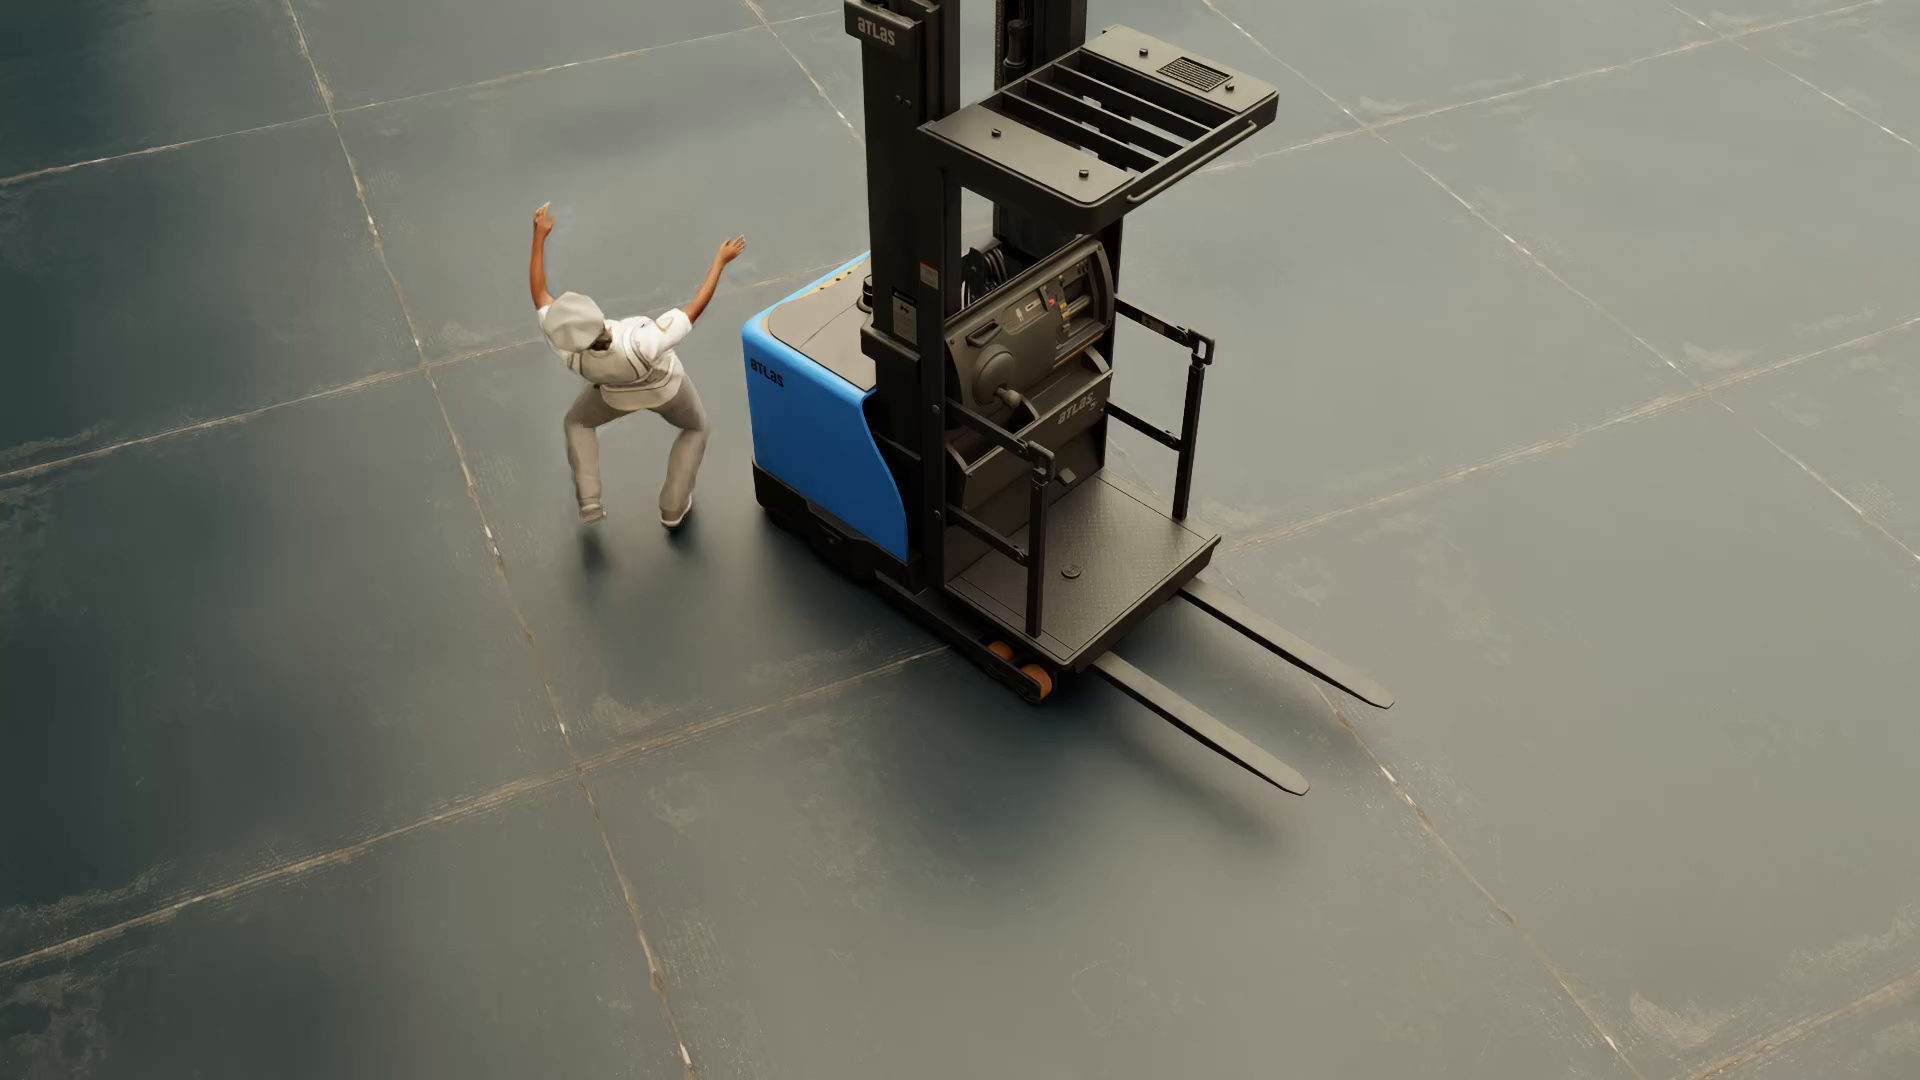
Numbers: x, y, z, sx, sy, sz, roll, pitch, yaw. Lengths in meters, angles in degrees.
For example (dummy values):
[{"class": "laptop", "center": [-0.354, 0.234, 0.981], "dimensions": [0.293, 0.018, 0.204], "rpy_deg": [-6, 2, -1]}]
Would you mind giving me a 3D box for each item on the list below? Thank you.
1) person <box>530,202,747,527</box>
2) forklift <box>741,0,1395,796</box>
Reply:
[{"class": "person", "center": [-1.371, -0.679, 7.385], "dimensions": [0.941, 1.575, 0.688], "rpy_deg": [-4, 43, -4]}, {"class": "forklift", "center": [0.445, -0.788, 6.525], "dimensions": [3.031, 2.935, 1.130], "rpy_deg": [32, 52, 30]}]
